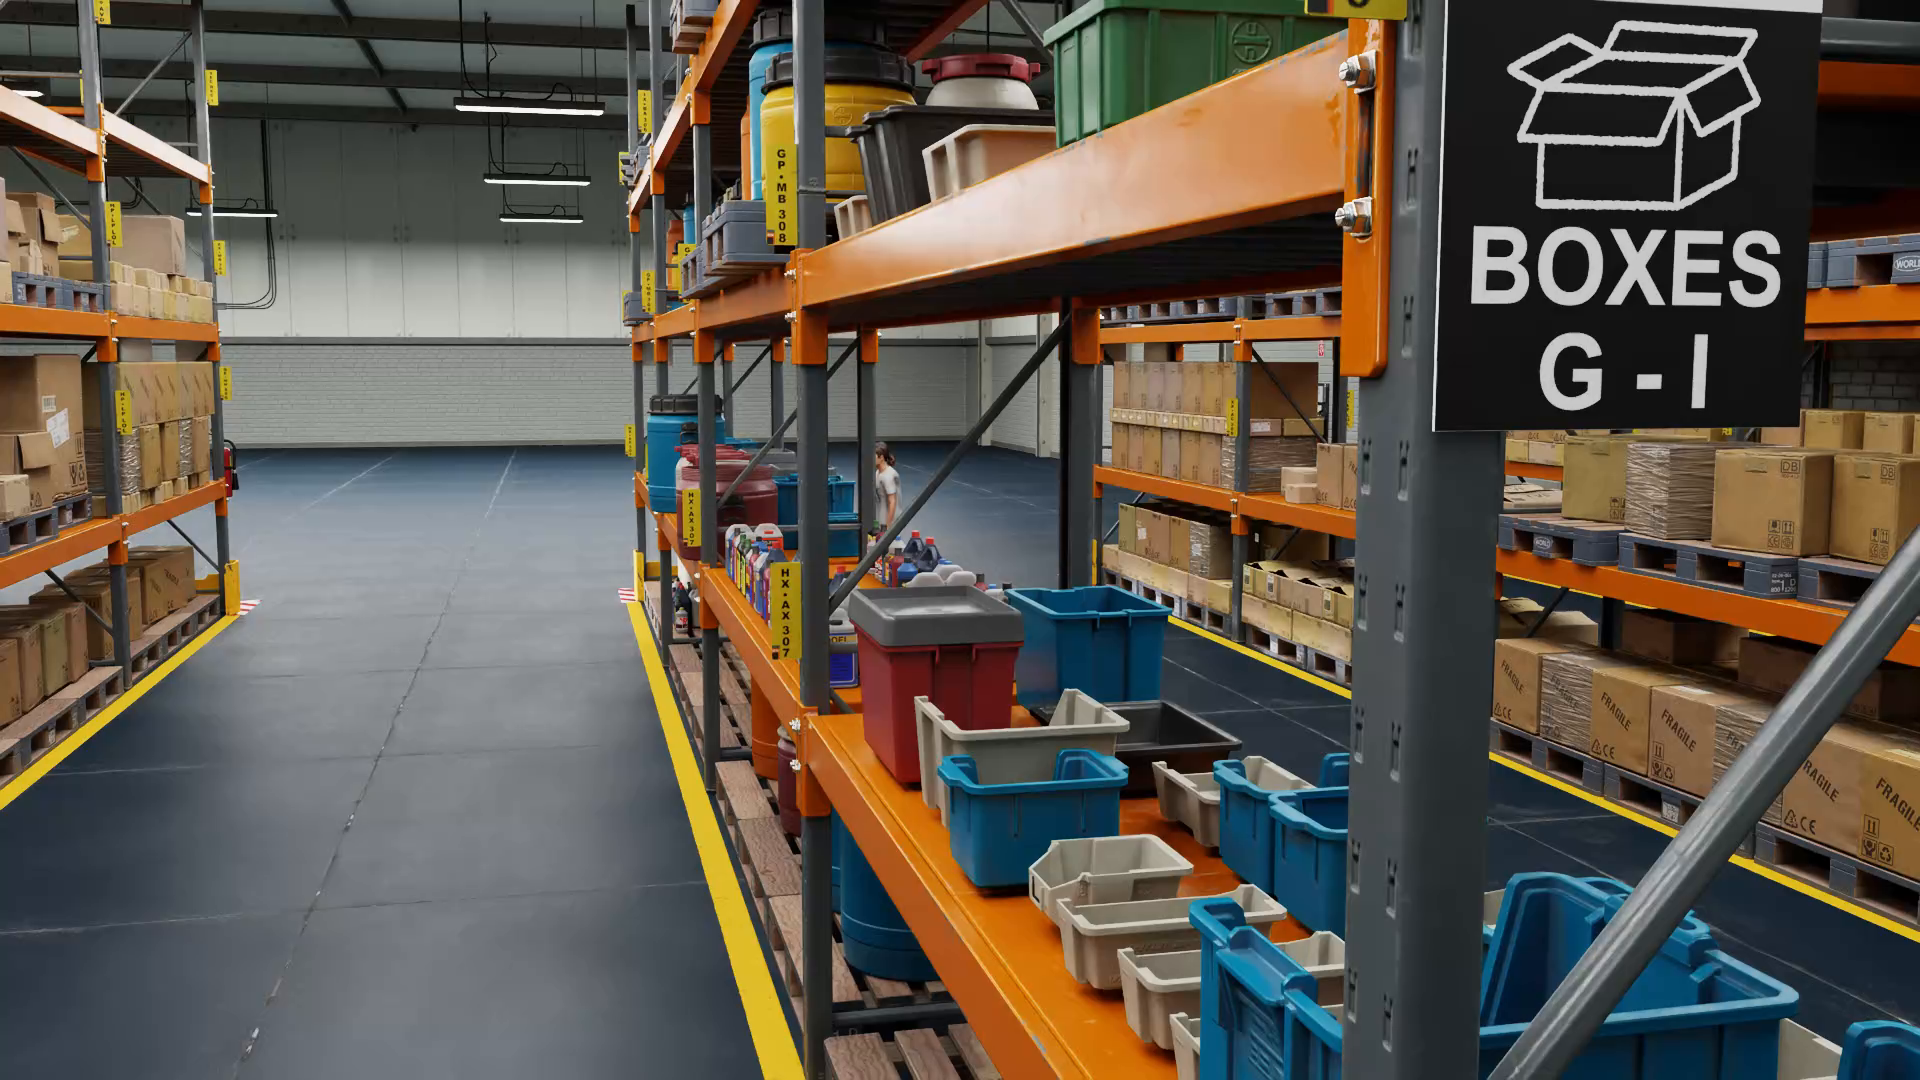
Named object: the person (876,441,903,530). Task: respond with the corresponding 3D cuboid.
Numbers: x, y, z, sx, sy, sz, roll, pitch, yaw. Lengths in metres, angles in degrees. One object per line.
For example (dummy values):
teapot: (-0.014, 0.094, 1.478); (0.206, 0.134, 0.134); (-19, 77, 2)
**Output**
person: (-0.755, -0.139, 16.427); (0.353, 1.673, 0.511); (-2, 6, -16)
